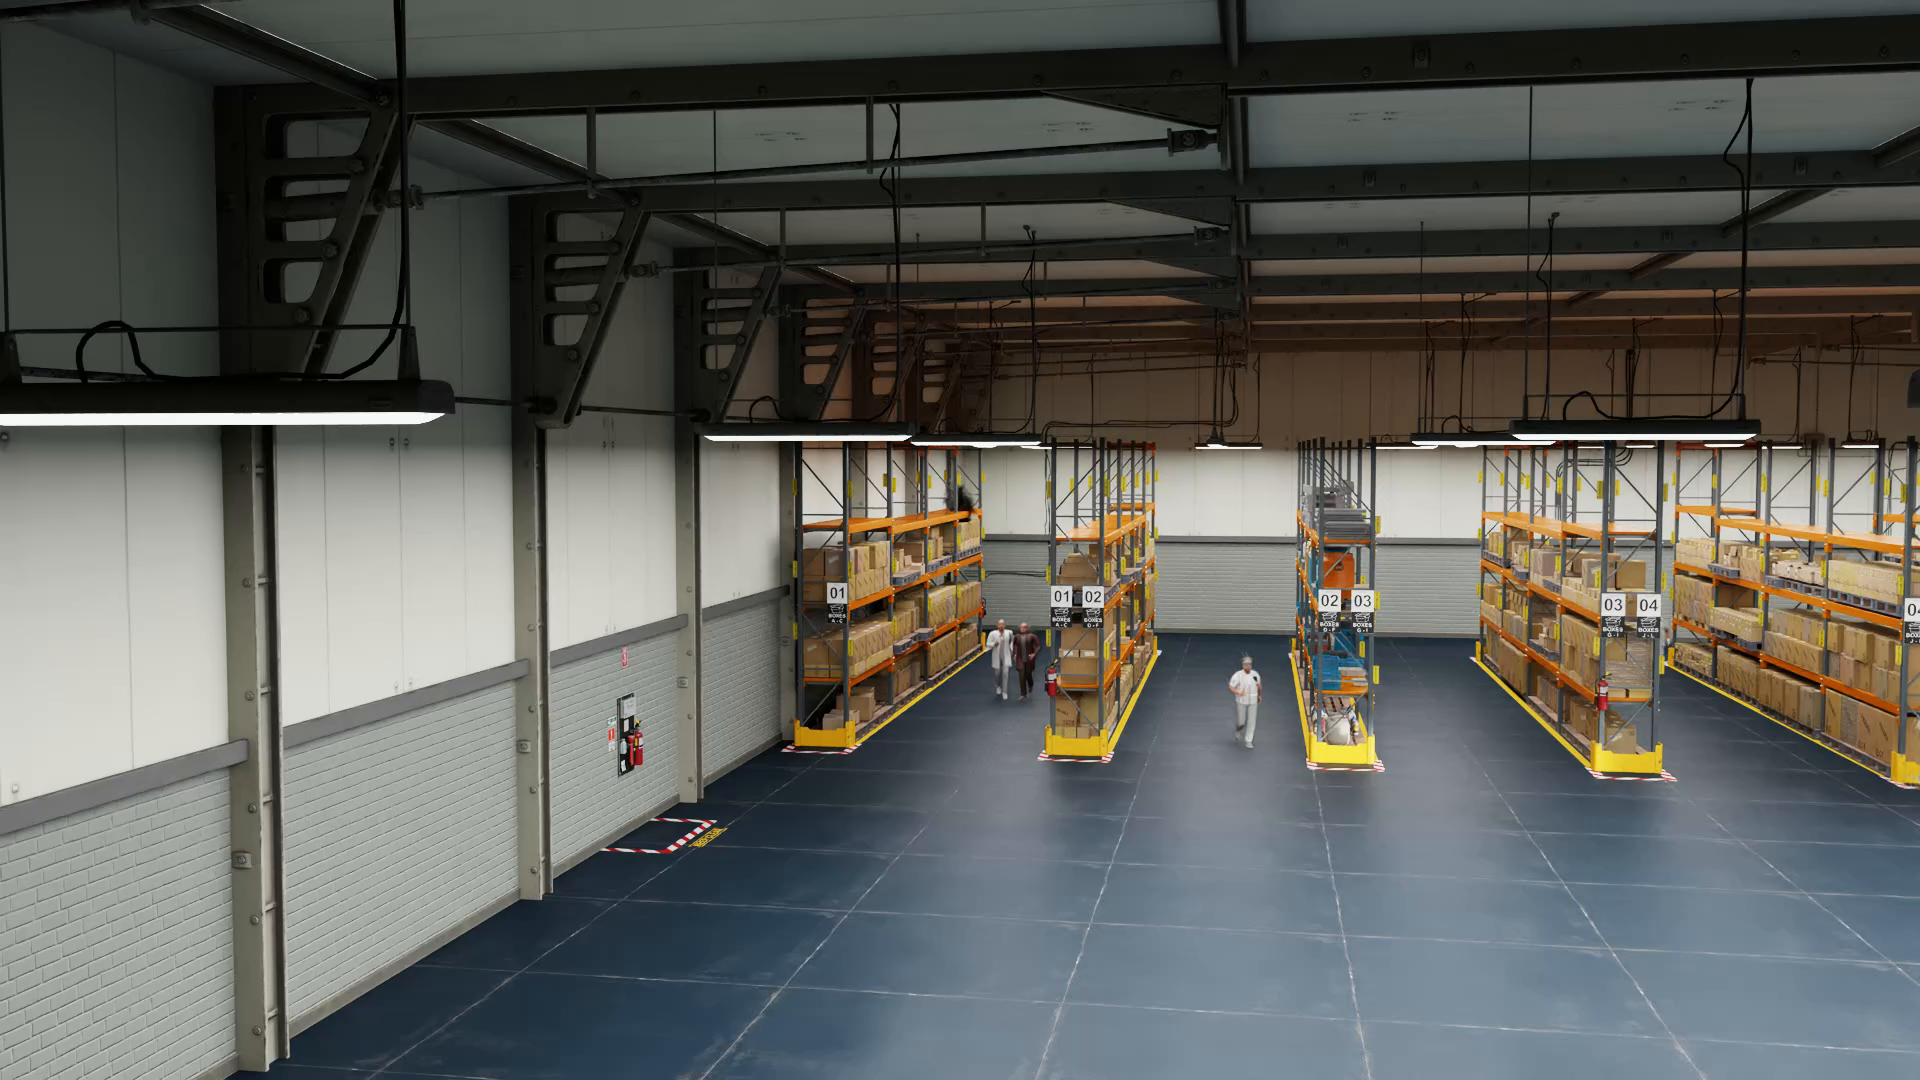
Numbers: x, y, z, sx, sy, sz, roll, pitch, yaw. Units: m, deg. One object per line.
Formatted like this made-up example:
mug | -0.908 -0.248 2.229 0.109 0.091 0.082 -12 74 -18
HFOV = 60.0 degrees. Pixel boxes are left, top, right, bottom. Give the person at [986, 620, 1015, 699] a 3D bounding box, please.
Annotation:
person | 0.962 2.753 38.750 0.698 1.798 0.971 0 3 -1

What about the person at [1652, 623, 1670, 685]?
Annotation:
person | 17.272 2.667 41.250 0.663 1.779 0.867 1 3 12

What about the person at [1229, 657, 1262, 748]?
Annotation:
person | 5.567 3.133 32.347 0.668 1.749 0.741 0 3 -5

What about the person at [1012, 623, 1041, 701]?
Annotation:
person | 1.540 2.799 38.574 0.712 1.776 0.874 1 3 16
